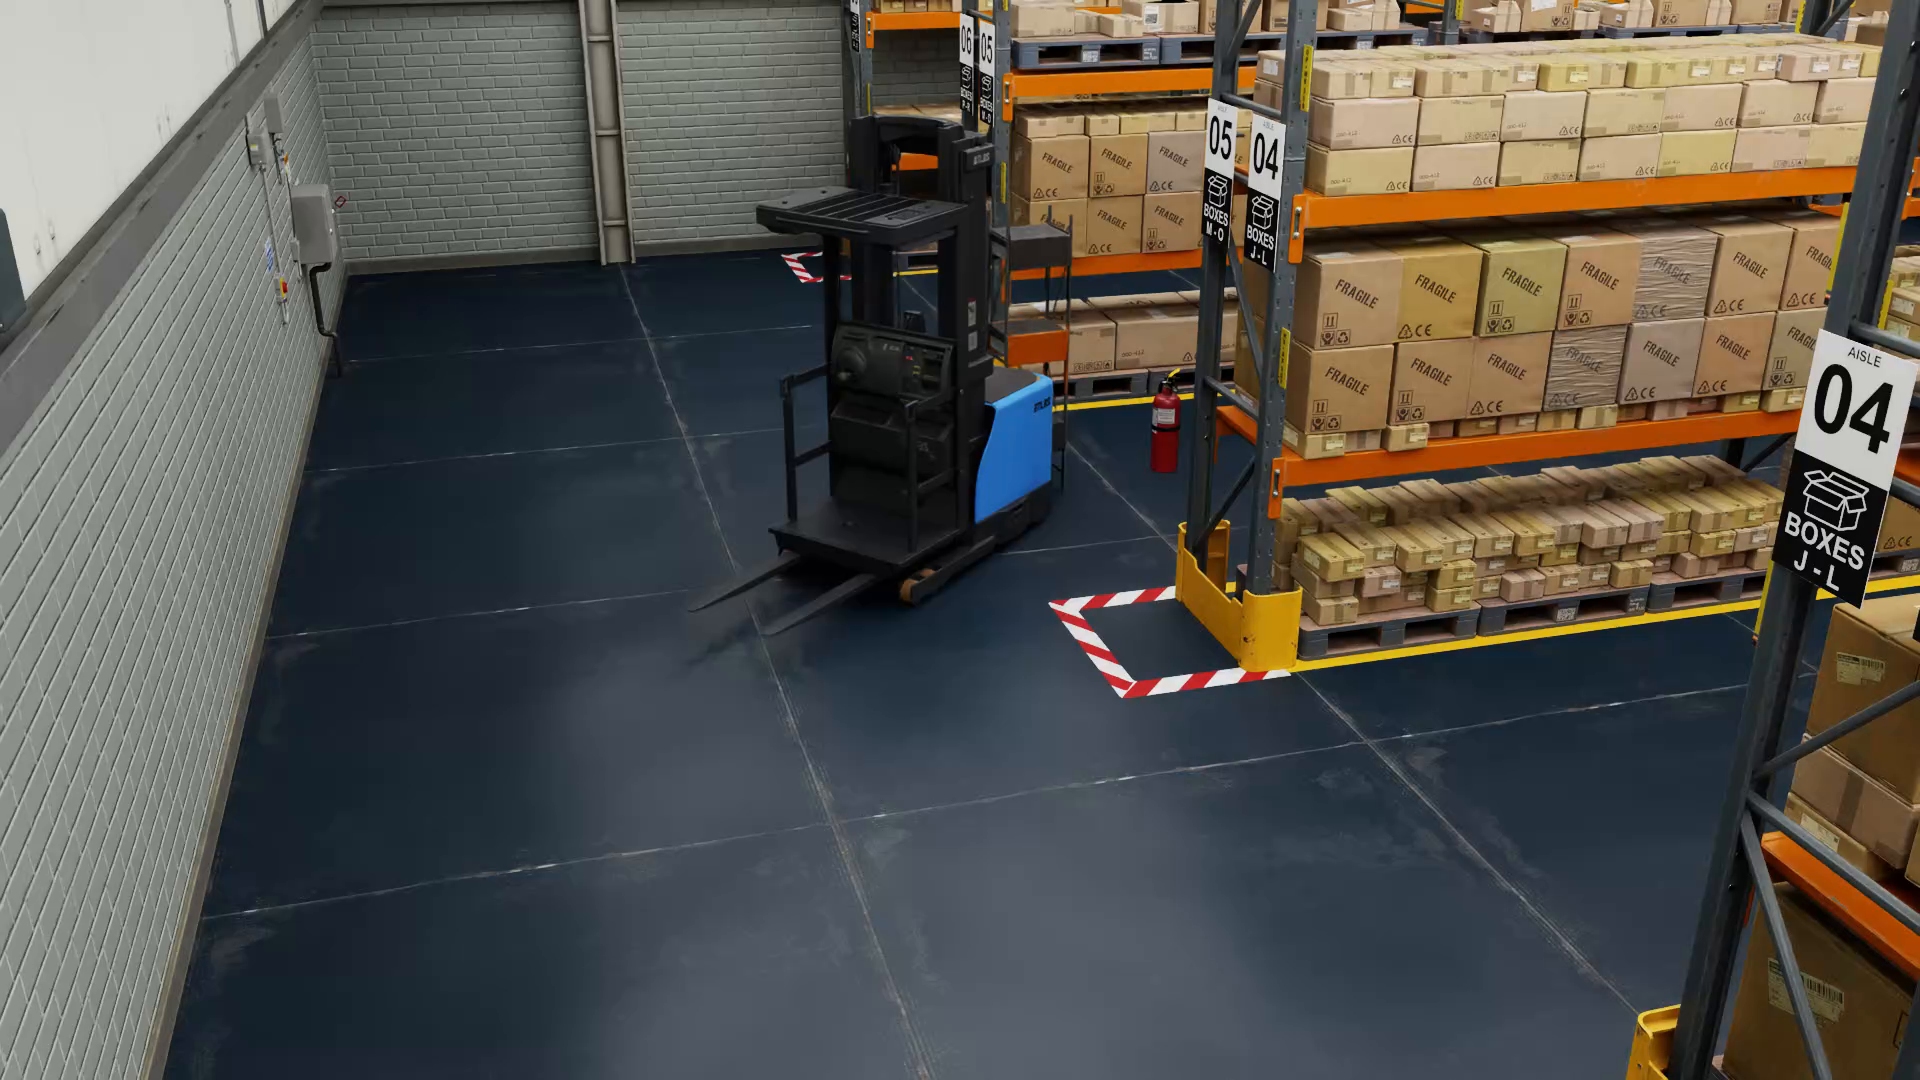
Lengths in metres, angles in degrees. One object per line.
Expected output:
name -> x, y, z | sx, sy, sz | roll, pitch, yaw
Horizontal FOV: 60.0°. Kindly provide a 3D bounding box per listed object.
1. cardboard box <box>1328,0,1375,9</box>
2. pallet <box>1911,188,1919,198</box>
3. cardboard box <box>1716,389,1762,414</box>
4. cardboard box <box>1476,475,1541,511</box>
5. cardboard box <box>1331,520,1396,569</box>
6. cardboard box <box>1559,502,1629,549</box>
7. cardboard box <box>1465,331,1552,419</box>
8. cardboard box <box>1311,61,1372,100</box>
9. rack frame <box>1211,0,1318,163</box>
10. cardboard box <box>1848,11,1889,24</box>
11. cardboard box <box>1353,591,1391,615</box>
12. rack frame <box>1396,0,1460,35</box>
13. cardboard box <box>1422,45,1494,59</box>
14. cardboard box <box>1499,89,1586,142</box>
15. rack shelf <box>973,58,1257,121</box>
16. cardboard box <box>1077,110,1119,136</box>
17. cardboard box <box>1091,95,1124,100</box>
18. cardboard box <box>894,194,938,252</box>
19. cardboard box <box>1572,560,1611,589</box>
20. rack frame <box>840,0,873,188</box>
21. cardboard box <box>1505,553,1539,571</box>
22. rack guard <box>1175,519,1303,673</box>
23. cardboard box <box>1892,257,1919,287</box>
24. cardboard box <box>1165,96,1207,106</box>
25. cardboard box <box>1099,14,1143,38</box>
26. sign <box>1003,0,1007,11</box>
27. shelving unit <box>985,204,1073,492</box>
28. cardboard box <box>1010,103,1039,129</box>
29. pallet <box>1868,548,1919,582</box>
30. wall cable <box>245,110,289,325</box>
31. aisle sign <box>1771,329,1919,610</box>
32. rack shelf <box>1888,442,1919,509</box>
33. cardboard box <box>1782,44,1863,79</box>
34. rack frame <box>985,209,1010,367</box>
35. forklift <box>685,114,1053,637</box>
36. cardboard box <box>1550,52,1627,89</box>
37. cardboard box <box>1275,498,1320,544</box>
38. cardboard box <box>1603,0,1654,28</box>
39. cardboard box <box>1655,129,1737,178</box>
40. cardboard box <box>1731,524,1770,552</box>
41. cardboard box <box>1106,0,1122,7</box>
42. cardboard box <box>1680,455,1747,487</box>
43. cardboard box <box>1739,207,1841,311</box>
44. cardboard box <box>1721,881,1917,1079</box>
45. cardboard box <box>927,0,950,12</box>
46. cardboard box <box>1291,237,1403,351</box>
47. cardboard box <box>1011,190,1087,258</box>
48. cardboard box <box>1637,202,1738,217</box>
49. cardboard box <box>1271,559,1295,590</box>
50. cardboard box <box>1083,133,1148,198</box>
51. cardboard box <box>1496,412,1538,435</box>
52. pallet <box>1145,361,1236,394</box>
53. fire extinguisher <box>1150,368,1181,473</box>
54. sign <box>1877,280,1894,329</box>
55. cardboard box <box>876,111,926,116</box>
cardboard box -> 3.435, -4.789, 14.517 | 0.500, 0.500, 0.500 | -6, 24, -13
pallet -> 9.805, -3.673, 16.749 | 1.213, 0.211, 1.003 | -6, 24, -14
cardboard box -> 4.789, -0.931, 10.434 | 0.250, 0.149, 0.380 | -5, 24, -12
cardboard box -> 3.594, -0.282, 10.931 | 0.250, 0.149, 0.380 | -6, 24, -14
cardboard box -> 2.471, 0.028, 10.209 | 0.250, 0.149, 0.380 | -6, 24, -13
cardboard box -> 3.985, -0.093, 10.491 | 0.250, 0.149, 0.380 | -7, 24, -16
cardboard box -> 3.132, -1.054, 9.898 | 0.500, 0.500, 0.500 | -6, 24, -14
cardboard box -> 2.015, -2.485, 8.983 | 0.250, 0.149, 0.380 | -7, 24, -15
rack frame -> 1.642, -3.571, 8.660 | 0.127, 3.000, 1.000 | -6, 24, -14
cardboard box -> 8.505, -4.848, 15.610 | 0.258, 0.266, 0.396 | -6, 24, -14
cardboard box -> 2.462, 0.310, 10.307 | 0.250, 0.149, 0.380 | -6, 24, -15
rack frame -> 4.058, -5.866, 14.008 | 0.127, 3.000, 1.000 | -6, 24, -14
cardboard box -> 2.878, -2.774, 9.656 | 0.250, 0.149, 0.380 | -7, 24, -16
cardboard box -> 3.126, -2.407, 9.307 | 0.500, 0.250, 0.500 | -6, 24, -14
rack shelf -> 2.133, -3.943, 14.245 | 4.000, 0.370, 1.077 | -6, 24, -14
cardboard box -> 1.138, -3.458, 13.787 | 0.250, 0.149, 0.380 | -6, 24, -13
cardboard box -> 1.683, -5.054, 19.538 | 0.500, 0.250, 0.500 | -7, 24, -15
cardboard box -> -0.523, -3.642, 19.066 | 0.637, 0.503, 0.797 | -7, 24, -16
cardboard box -> 3.942, 0.161, 10.654 | 0.250, 0.149, 0.380 | -6, 24, -13
rack frame -> -1.137, -4.567, 18.589 | 0.127, 3.000, 1.000 | -6, 24, -14
cardboard box -> 3.462, 0.046, 10.545 | 0.250, 0.149, 0.380 | -5, 24, -12
rack guard -> 1.715, 0.327, 10.355 | 0.348, 0.500, 1.175 | -6, 24, -14
cardboard box -> 6.334, -1.764, 11.088 | 0.250, 0.149, 0.380 | -7, 24, -16
cardboard box -> 1.970, -3.778, 14.533 | 0.250, 0.149, 0.380 | -6, 24, -13
cardboard box -> 1.317, -4.213, 13.620 | 0.250, 0.149, 0.380 | -5, 24, -12
sign -> 0.351, -4.288, 12.926 | 0.005, 0.325, 0.100 | -6, 24, -14
shelving unit -> 0.492, -1.372, 12.277 | 0.503, 2.100, 0.431 | -9, 24, -20
cardboard box -> 0.499, -3.600, 14.119 | 0.250, 0.149, 0.380 | -6, 24, -14
pallet -> 6.242, -0.042, 11.580 | 1.213, 0.211, 1.003 | -6, 24, -14
wall cable -> -5.216, -2.554, 12.571 | 0.123, 1.953, 0.585 | -6, 24, -14
aisle sign -> 2.734, -0.221, 5.164 | 0.004, 0.787, 0.394 | -6, 24, -14
rack shelf -> 4.810, -0.181, 5.476 | 4.000, 0.370, 1.077 | -6, 24, -14
cardboard box -> 5.013, -2.793, 9.703 | 0.250, 0.149, 0.380 | -6, 24, -13
rack frame -> 0.265, -1.338, 12.194 | 0.015, 2.100, 0.400 | -9, 24, -20
forklift -> -0.567, -1.140, 10.690 | 1.130, 2.935, 3.031 | 15, 27, 31
cardboard box -> 3.518, -2.639, 9.342 | 0.250, 0.149, 0.380 | -5, 24, -13
cardboard box -> 2.083, -0.123, 10.561 | 0.250, 0.149, 0.380 | -6, 24, -14
cardboard box -> 5.912, -4.680, 14.687 | 0.258, 0.266, 0.396 | -4, 24, -10
cardboard box -> 4.121, -2.292, 9.673 | 0.500, 0.250, 0.500 | -7, 24, -15
cardboard box -> 5.018, -0.072, 10.819 | 0.250, 0.149, 0.380 | -7, 24, -17
cardboard box -> 1.713, -6.031, 18.515 | 0.250, 0.149, 0.380 | -6, 24, -15
cardboard box -> 5.105, -0.438, 11.296 | 0.250, 0.149, 0.380 | -5, 24, -12
cardboard box -> 5.113, -1.729, 10.205 | 0.500, 0.500, 0.500 | -7, 24, -16
cardboard box -> 3.479, 1.765, 5.995 | 0.875, 0.875, 0.875 | -6, 24, -14
cardboard box -> -0.271, -5.834, 18.057 | 0.250, 0.149, 0.380 | -6, 24, -14
cardboard box -> 2.146, -1.403, 9.444 | 0.500, 0.500, 0.500 | -6, 24, -15
cardboard box -> 0.747, -2.671, 14.043 | 0.500, 0.500, 0.500 | -7, 24, -15
cardboard box -> 4.498, -1.866, 10.522 | 0.500, 0.500, 0.500 | -7, 24, -16
cardboard box -> 2.092, 0.168, 10.638 | 0.250, 0.149, 0.380 | -6, 24, -13
cardboard box -> 1.242, -3.189, 13.983 | 0.500, 0.500, 0.500 | -7, 24, -16
cardboard box -> 3.275, -0.775, 10.070 | 0.250, 0.149, 0.380 | -7, 24, -15
pallet -> 2.128, -1.644, 15.315 | 1.213, 0.211, 1.003 | -6, 24, -14
fire extinguisher -> 1.274, -0.756, 10.278 | 0.183, 0.674, 0.296 | -6, 24, -14
sign -> 5.647, -1.433, 10.187 | 0.005, 0.325, 0.100 | -6, 24, -14
cardboard box -> -0.628, -4.580, 18.434 | 0.500, 0.250, 0.500 | -6, 24, -14
